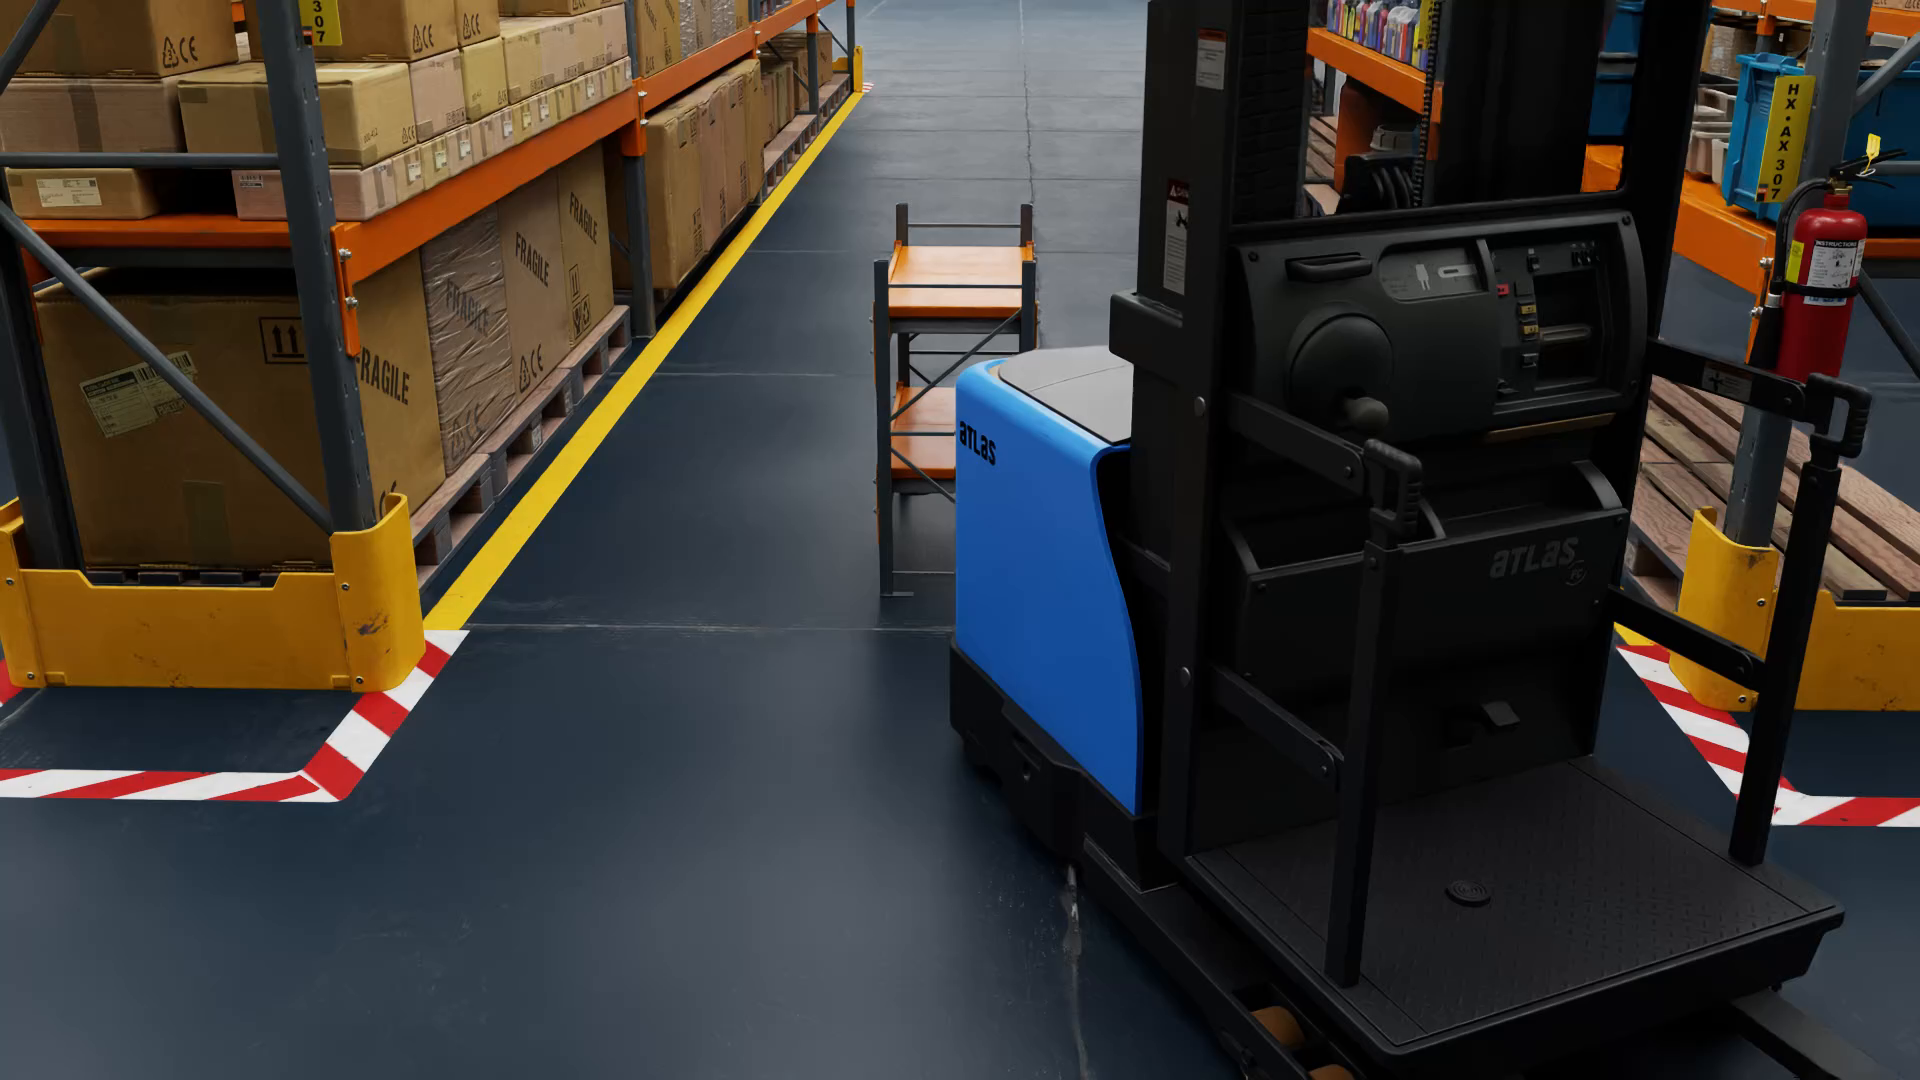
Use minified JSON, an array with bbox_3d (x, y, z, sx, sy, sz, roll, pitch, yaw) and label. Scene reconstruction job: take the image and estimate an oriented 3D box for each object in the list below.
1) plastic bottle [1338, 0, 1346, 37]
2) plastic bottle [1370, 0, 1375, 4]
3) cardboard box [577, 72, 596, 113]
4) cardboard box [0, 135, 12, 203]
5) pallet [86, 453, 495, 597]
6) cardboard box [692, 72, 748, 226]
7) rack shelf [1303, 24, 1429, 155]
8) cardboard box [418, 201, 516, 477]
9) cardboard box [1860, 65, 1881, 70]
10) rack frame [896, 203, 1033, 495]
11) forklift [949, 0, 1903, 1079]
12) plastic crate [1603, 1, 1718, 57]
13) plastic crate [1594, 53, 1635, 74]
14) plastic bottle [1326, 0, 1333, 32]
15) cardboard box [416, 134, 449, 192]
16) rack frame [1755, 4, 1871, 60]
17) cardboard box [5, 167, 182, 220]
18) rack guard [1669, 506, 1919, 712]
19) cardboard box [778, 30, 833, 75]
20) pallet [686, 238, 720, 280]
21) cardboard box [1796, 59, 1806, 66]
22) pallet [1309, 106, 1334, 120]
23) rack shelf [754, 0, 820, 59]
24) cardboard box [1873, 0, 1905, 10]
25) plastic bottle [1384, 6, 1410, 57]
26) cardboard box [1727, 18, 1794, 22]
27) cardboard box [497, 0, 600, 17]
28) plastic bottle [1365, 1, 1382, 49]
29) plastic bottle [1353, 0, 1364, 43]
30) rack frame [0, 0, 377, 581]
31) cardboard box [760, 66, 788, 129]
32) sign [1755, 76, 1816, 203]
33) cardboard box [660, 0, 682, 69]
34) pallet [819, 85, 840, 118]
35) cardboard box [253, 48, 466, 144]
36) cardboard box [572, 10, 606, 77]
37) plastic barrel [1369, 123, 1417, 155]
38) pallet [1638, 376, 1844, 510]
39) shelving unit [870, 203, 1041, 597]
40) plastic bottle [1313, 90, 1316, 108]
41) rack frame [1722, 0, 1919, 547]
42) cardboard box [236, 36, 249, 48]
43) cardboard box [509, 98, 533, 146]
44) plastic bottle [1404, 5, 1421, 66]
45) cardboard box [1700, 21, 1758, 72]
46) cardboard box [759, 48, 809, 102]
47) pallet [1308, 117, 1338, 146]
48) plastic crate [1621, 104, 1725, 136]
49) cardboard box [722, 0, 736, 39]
[{"bbox_3d":[2.607,-3.487,11.041,0.152,0.276,0.135,1,21,2],"label":"plastic bottle"},{"bbox_3d":[2.773,-3.653,11.467,0.152,0.276,0.135,1,21,2],"label":"plastic bottle"},{"bbox_3d":[-1.821,-1.963,7.290,0.380,0.149,0.250,1,21,3],"label":"cardboard box"},{"bbox_3d":[-6.727,-2.613,11.490,0.500,0.500,0.500,1,21,4],"label":"cardboard box"},{"bbox_3d":[-2.291,-0.017,5.781,1.003,0.211,1.213,1,21,2],"label":"pallet"},{"bbox_3d":[-2.070,-2.553,10.819,1.225,0.875,0.875,1,21,2],"label":"cardboard box"},{"bbox_3d":[2.896,-2.806,10.110,1.077,0.370,4.000,1,21,2],"label":"rack shelf"},{"bbox_3d":[-2.270,-0.793,6.284,0.875,0.875,0.875,1,21,2],"label":"cardboard box"},{"bbox_3d":[8.294,-4.093,14.876,0.500,0.311,0.500,1,21,3],"label":"cardboard box"},{"bbox_3d":[0.015,-0.706,6.293,0.500,1.125,0.032,1,21,2],"label":"rack frame"},{"bbox_3d":[1.030,-0.400,3.007,1.130,2.935,3.031,-9,23,-22],"label":"forklift"},{"bbox_3d":[3.162,-2.267,7.663,0.392,0.384,0.575,1,21,2],"label":"plastic crate"},{"bbox_3d":[2.605,-1.841,6.709,0.437,0.282,0.530,1,21,2],"label":"plastic crate"},{"bbox_3d":[2.621,-3.654,11.472,0.152,0.276,0.135,1,21,2],"label":"plastic bottle"},{"bbox_3d":[-1.883,-1.220,5.374,0.380,0.149,0.250,0,21,0],"label":"cardboard box"},{"bbox_3d":[8.030,-5.255,15.427,1.000,3.000,0.127,1,21,2],"label":"rack frame"},{"bbox_3d":[-2.555,-1.042,4.916,0.380,0.149,0.250,1,21,3],"label":"cardboard box"},{"bbox_3d":[2.726,0.202,4.818,1.175,0.500,0.348,1,21,2],"label":"rack guard"},{"bbox_3d":[-1.786,-5.617,19.233,0.500,0.500,0.500,5,22,12],"label":"cardboard box"},{"bbox_3d":[-2.133,-1.895,10.622,1.003,0.211,1.213,1,21,2],"label":"pallet"},{"bbox_3d":[7.768,-4.284,15.369,0.500,0.311,0.500,1,21,2],"label":"cardboard box"},{"bbox_3d":[3.141,-4.254,16.700,1.003,0.211,1.213,1,21,2],"label":"pallet"},{"bbox_3d":[-1.933,-4.307,13.978,1.077,0.370,4.000,1,21,2],"label":"rack shelf"},{"bbox_3d":[7.959,-4.653,13.736,0.500,0.500,0.500,1,21,2],"label":"cardboard box"},{"bbox_3d":[2.562,-2.954,9.667,0.152,0.276,0.135,1,21,2],"label":"plastic bottle"},{"bbox_3d":[8.400,-5.225,17.534,0.500,0.500,0.500,1,21,2],"label":"cardboard box"},{"bbox_3d":[-1.881,-2.541,7.191,0.500,0.500,0.500,1,21,2],"label":"cardboard box"},{"bbox_3d":[2.579,-3.153,10.179,0.152,0.276,0.135,1,21,2],"label":"plastic bottle"},{"bbox_3d":[2.565,-3.312,10.595,0.097,0.271,0.097,0,21,0],"label":"plastic bottle"},{"bbox_3d":[-2.237,-1.027,4.529,1.000,3.000,0.127,1,21,2],"label":"rack frame"},{"bbox_3d":[-1.946,-4.011,15.068,0.700,0.500,0.500,1,21,1],"label":"cardboard box"},{"bbox_3d":[2.163,-1.049,4.359,0.100,0.325,0.005,1,21,2],"label":"sign"},{"bbox_3d":[-1.837,-2.865,9.128,0.500,0.500,0.500,1,21,2],"label":"cardboard box"},{"bbox_3d":[-1.853,-4.751,17.982,1.003,0.211,1.213,1,21,2],"label":"pallet"},{"bbox_3d":[-1.943,-1.454,5.426,0.500,0.250,0.500,0,21,1],"label":"cardboard box"},{"bbox_3d":[-1.880,-2.192,7.328,0.500,0.250,0.500,1,21,3],"label":"cardboard box"},{"bbox_3d":[2.925,-2.351,10.695,0.600,0.588,0.708,1,21,2],"label":"plastic barrel"},{"bbox_3d":[2.817,-0.410,6.794,1.003,0.211,1.213,1,21,2],"label":"pallet"},{"bbox_3d":[0.000,-0.522,5.819,0.538,1.125,1.048,1,21,2],"label":"shelving unit"},{"bbox_3d":[3.530,-4.359,16.376,0.097,0.201,0.097,0,21,0],"label":"plastic bottle"},{"bbox_3d":[2.714,-0.972,4.388,1.000,3.000,0.127,1,21,2],"label":"rack frame"},{"bbox_3d":[-2.456,-1.641,5.908,0.500,0.250,0.500,0,21,0],"label":"cardboard box"},{"bbox_3d":[-1.851,-1.591,6.329,0.380,0.149,0.250,0,21,0],"label":"cardboard box"},{"bbox_3d":[2.542,-2.799,9.163,0.144,0.351,0.185,1,21,2],"label":"plastic bottle"},{"bbox_3d":[7.863,-5.050,17.082,0.500,0.500,0.500,1,21,2],"label":"cardboard box"},{"bbox_3d":[-1.810,-4.748,16.993,0.500,0.500,0.500,8,22,19],"label":"cardboard box"},{"bbox_3d":[3.094,-3.727,15.342,1.003,0.211,1.213,1,21,2],"label":"pallet"},{"bbox_3d":[2.555,-1.487,5.997,0.298,0.136,0.250,1,21,2],"label":"plastic crate"},{"bbox_3d":[-1.782,-3.605,11.034,0.500,0.500,0.500,0,21,1],"label":"cardboard box"}]
